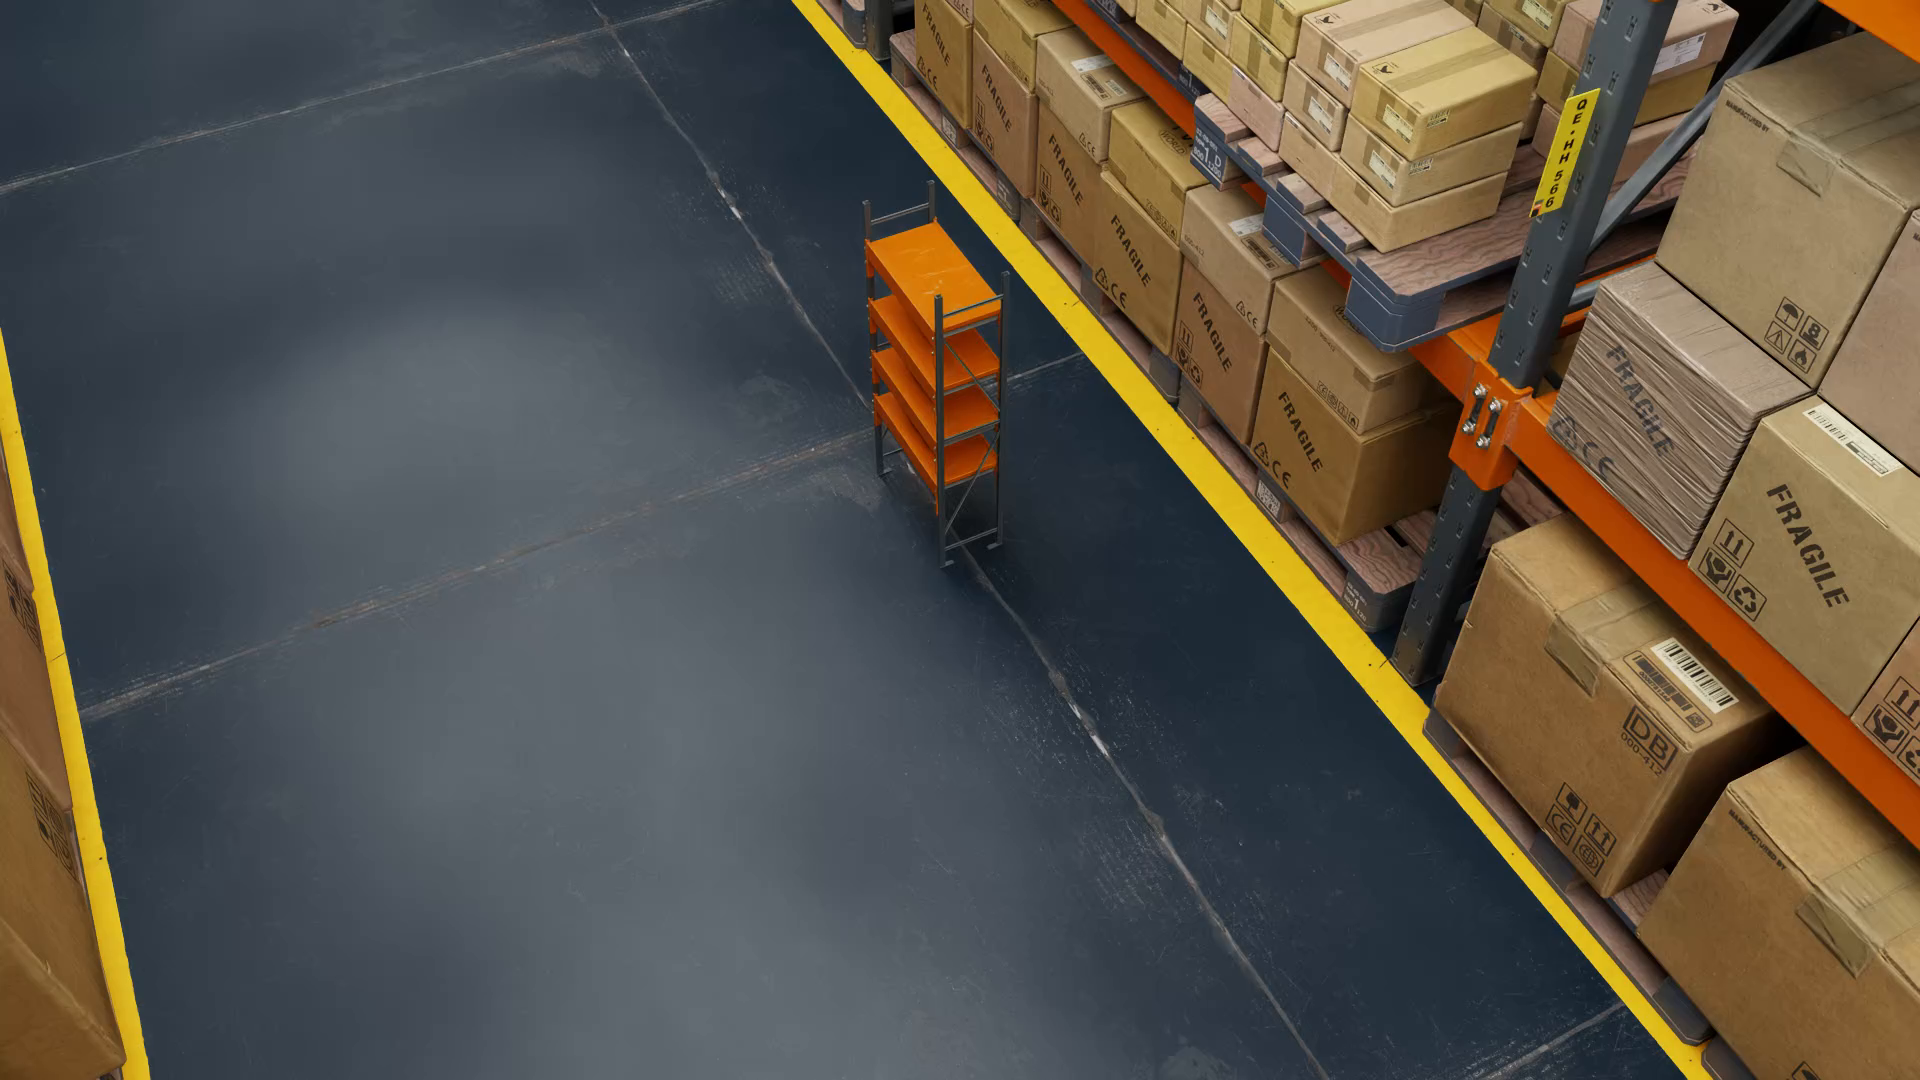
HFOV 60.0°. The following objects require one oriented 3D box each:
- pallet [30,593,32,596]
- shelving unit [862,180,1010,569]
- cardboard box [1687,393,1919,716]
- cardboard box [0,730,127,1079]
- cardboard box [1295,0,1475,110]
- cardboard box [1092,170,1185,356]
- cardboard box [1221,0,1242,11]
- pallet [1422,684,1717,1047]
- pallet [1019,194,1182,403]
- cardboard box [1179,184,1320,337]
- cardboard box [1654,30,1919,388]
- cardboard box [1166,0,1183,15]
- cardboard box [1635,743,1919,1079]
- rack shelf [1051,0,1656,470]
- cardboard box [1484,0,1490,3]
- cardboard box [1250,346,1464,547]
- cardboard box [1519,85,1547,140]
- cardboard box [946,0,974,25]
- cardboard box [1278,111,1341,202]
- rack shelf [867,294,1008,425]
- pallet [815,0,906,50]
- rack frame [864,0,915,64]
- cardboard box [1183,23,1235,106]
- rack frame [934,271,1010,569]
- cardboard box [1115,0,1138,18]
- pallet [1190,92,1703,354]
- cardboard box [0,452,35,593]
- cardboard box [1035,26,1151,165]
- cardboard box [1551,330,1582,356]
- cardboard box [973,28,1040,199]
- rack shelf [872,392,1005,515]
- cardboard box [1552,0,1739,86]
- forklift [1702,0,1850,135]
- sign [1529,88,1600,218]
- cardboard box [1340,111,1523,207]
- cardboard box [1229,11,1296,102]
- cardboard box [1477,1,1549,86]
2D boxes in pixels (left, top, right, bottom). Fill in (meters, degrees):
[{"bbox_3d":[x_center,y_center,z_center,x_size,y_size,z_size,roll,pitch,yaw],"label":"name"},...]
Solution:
[{"bbox_3d":[-3.439,0.468,5.200,1.003,0.211,1.213,-21,52,-18],"label":"pallet"},{"bbox_3d":[-0.076,-0.506,5.395,0.258,1.200,0.503,-21,52,-18],"label":"shelving unit"},{"bbox_3d":[2.066,-0.022,3.710,0.500,0.500,0.500,-22,52,-18],"label":"cardboard box"},{"bbox_3d":[-2.888,1.011,4.005,1.225,0.875,0.875,-23,53,-19],"label":"cardboard box"},{"bbox_3d":[1.121,-1.312,4.398,0.380,0.149,0.250,-22,52,-18],"label":"cardboard box"},{"bbox_3d":[0.841,-1.085,6.088,0.500,0.500,0.500,-23,53,-19],"label":"cardboard box"},{"bbox_3d":[0.875,-1.665,4.706,0.380,0.149,0.250,-20,52,-16],"label":"cardboard box"},{"bbox_3d":[2.159,0.750,4.954,1.003,0.211,1.213,-21,52,-18],"label":"pallet"},{"bbox_3d":[0.955,-1.143,6.609,1.003,0.211,1.213,-21,52,-18],"label":"pallet"},{"bbox_3d":[1.079,-0.986,5.503,0.500,0.250,0.500,-20,52,-17],"label":"cardboard box"},{"bbox_3d":[2.062,-0.780,3.709,0.700,0.500,0.500,-21,52,-18],"label":"cardboard box"},{"bbox_3d":[0.762,-1.737,4.967,0.380,0.149,0.250,-21,52,-18],"label":"cardboard box"},{"bbox_3d":[2.467,0.903,4.183,1.050,0.750,0.750,-20,52,-17],"label":"cardboard box"},{"bbox_3d":[0.950,-1.824,5.830,1.077,0.370,4.000,-21,52,-18],"label":"rack shelf"},{"bbox_3d":[1.593,-1.694,4.731,0.380,0.149,0.250,-21,52,-18],"label":"cardboard box"},{"bbox_3d":[1.332,-0.388,5.478,0.500,0.500,0.500,-21,52,-18],"label":"cardboard box"},{"bbox_3d":[1.718,-1.326,4.805,0.380,0.149,0.250,-19,51,-16],"label":"cardboard box"},{"bbox_3d":[0.138,-2.376,6.718,0.500,0.250,0.500,-23,53,-19],"label":"cardboard box"},{"bbox_3d":[1.119,-1.116,4.621,0.380,0.149,0.250,-21,52,-18],"label":"cardboard box"},{"bbox_3d":[-0.076,-0.609,5.278,0.258,0.148,0.480,-21,52,-18],"label":"rack shelf"},{"bbox_3d":[-0.304,-2.918,8.162,1.003,0.211,1.213,-21,52,-18],"label":"pallet"},{"bbox_3d":[0.035,-3.399,6.730,1.000,3.000,0.127,-21,52,-18],"label":"rack frame"},{"bbox_3d":[0.890,-1.456,4.919,0.380,0.149,0.250,-22,52,-18],"label":"cardboard box"},{"bbox_3d":[0.036,-0.342,5.252,0.240,1.200,0.015,-21,52,-18],"label":"rack frame"},{"bbox_3d":[0.649,-1.809,5.228,0.380,0.149,0.250,-20,52,-16],"label":"cardboard box"},{"bbox_3d":[1.445,-1.099,4.846,1.213,0.211,1.003,-21,52,-18],"label":"pallet"},{"bbox_3d":[-3.701,-0.178,5.045,1.225,0.875,0.875,-23,53,-19],"label":"cardboard box"},{"bbox_3d":[0.614,-1.677,6.108,0.500,0.250,0.500,-19,52,-16],"label":"cardboard box"},{"bbox_3d":[1.765,-0.829,5.366,0.500,0.250,0.500,-23,53,-19],"label":"cardboard box"},{"bbox_3d":[0.381,-1.775,6.691,0.500,0.500,0.500,-19,52,-16],"label":"cardboard box"},{"bbox_3d":[-0.076,-0.331,5.595,0.258,0.148,0.480,-21,52,-18],"label":"rack shelf"},{"bbox_3d":[1.824,-1.352,4.433,0.380,0.149,0.250,-21,52,-17],"label":"cardboard box"},{"bbox_3d":[3.337,-2.041,5.588,3.031,2.935,1.130,22,52,18],"label":"forklift"},{"bbox_3d":[1.387,-0.884,3.813,0.100,0.325,0.005,-21,52,-18],"label":"sign"},{"bbox_3d":[1.234,-1.049,4.365,0.380,0.149,0.250,-20,52,-17],"label":"cardboard box"},{"bbox_3d":[0.988,-1.402,4.674,0.380,0.149,0.250,-20,52,-17],"label":"cardboard box"},{"bbox_3d":[1.697,-1.449,4.715,0.380,0.149,0.250,-19,51,-16],"label":"cardboard box"}]
